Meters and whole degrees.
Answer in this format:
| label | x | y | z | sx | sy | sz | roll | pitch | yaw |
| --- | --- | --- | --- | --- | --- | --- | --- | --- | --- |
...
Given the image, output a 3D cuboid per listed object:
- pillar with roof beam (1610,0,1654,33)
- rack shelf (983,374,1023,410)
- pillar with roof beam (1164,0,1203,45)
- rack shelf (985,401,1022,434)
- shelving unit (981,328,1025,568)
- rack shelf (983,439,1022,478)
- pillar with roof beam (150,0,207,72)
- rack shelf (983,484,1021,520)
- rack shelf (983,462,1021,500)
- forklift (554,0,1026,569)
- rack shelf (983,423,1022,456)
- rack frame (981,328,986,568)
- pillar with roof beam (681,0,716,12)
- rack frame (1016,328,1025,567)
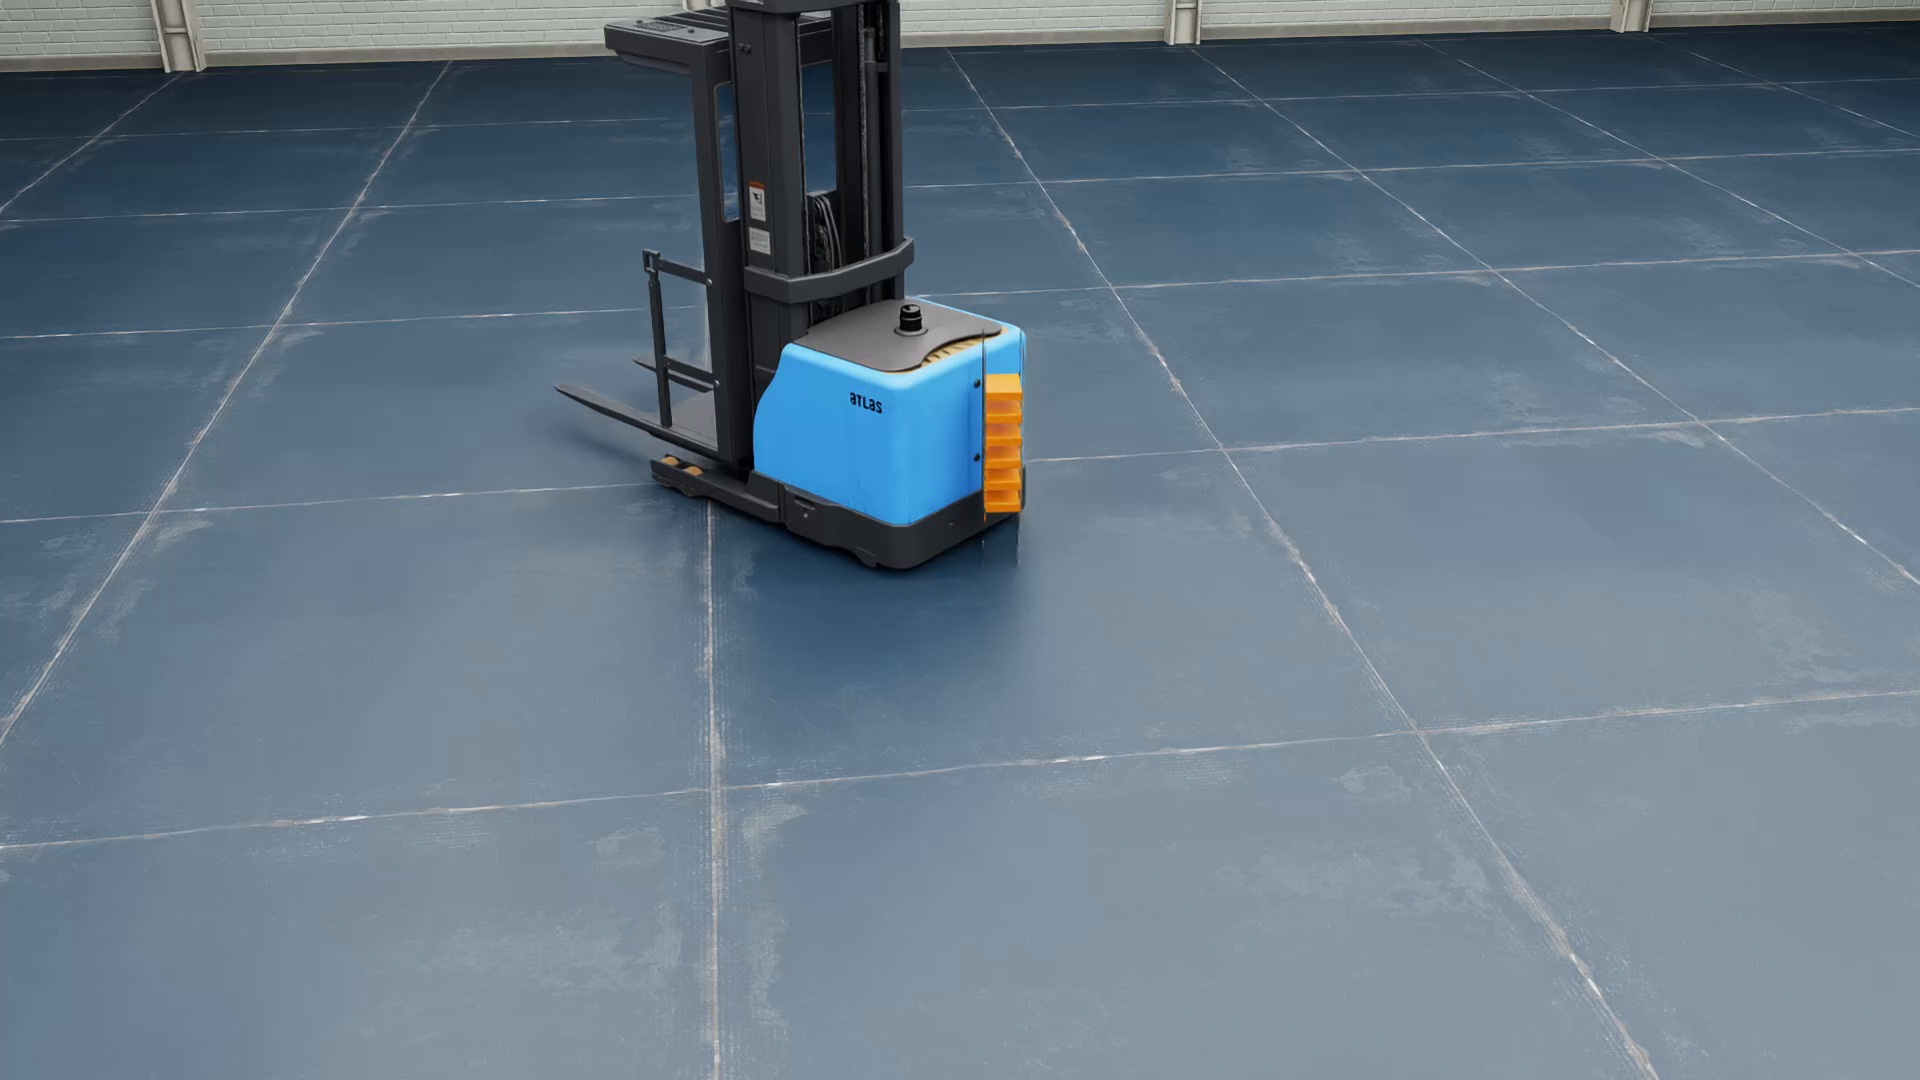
| label | x | y | z | sx | sy | sz | roll | pitch | yaw |
| --- | --- | --- | --- | --- | --- | --- | --- | --- | --- |
| pillar with roof beam | 9.342 | -8.729 | 15.905 | 0.400 | 9.000 | 9.100 | -4 | 27 | -7 |
| rack shelf | 0.210 | -0.729 | 8.166 | 0.180 | 0.103 | 0.258 | -1 | 27 | -2 |
| pillar with roof beam | 3.401 | -8.348 | 15.161 | 0.400 | 9.000 | 9.100 | -4 | 27 | -7 |
| rack shelf | 0.210 | -0.623 | 8.221 | 0.180 | 0.103 | 0.258 | -1 | 27 | -2 |
| shelving unit | 0.210 | -0.449 | 8.310 | 0.189 | 1.200 | 0.258 | -1 | 27 | -2 |
| rack shelf | 0.210 | -0.409 | 8.331 | 0.180 | 0.103 | 0.258 | -1 | 27 | -2 |
| pillar with roof beam | -8.482 | -7.584 | 13.674 | 0.400 | 9.000 | 9.100 | -4 | 27 | -7 |
| rack shelf | 0.210 | -0.196 | 8.440 | 0.180 | 0.103 | 0.258 | -1 | 27 | -2 |
| rack shelf | 0.210 | -0.303 | 8.385 | 0.180 | 0.103 | 0.258 | -1 | 27 | -2 |
| forklift | -1.097 | -1.706 | 8.863 | 3.031 | 2.935 | 1.130 | 21 | 34 | 35 |
| rack shelf | 0.210 | -0.516 | 8.276 | 0.180 | 0.103 | 0.258 | -1 | 27 | -2 |
| rack frame | 0.118 | -0.447 | 8.307 | 0.006 | 1.200 | 0.240 | -1 | 27 | -2 |
| pillar with roof beam | -2.541 | -7.966 | 14.418 | 0.400 | 9.000 | 9.100 | -4 | 27 | -7 |
| rack frame | 0.301 | -0.450 | 8.313 | 0.006 | 1.200 | 0.240 | -1 | 27 | -2 |
